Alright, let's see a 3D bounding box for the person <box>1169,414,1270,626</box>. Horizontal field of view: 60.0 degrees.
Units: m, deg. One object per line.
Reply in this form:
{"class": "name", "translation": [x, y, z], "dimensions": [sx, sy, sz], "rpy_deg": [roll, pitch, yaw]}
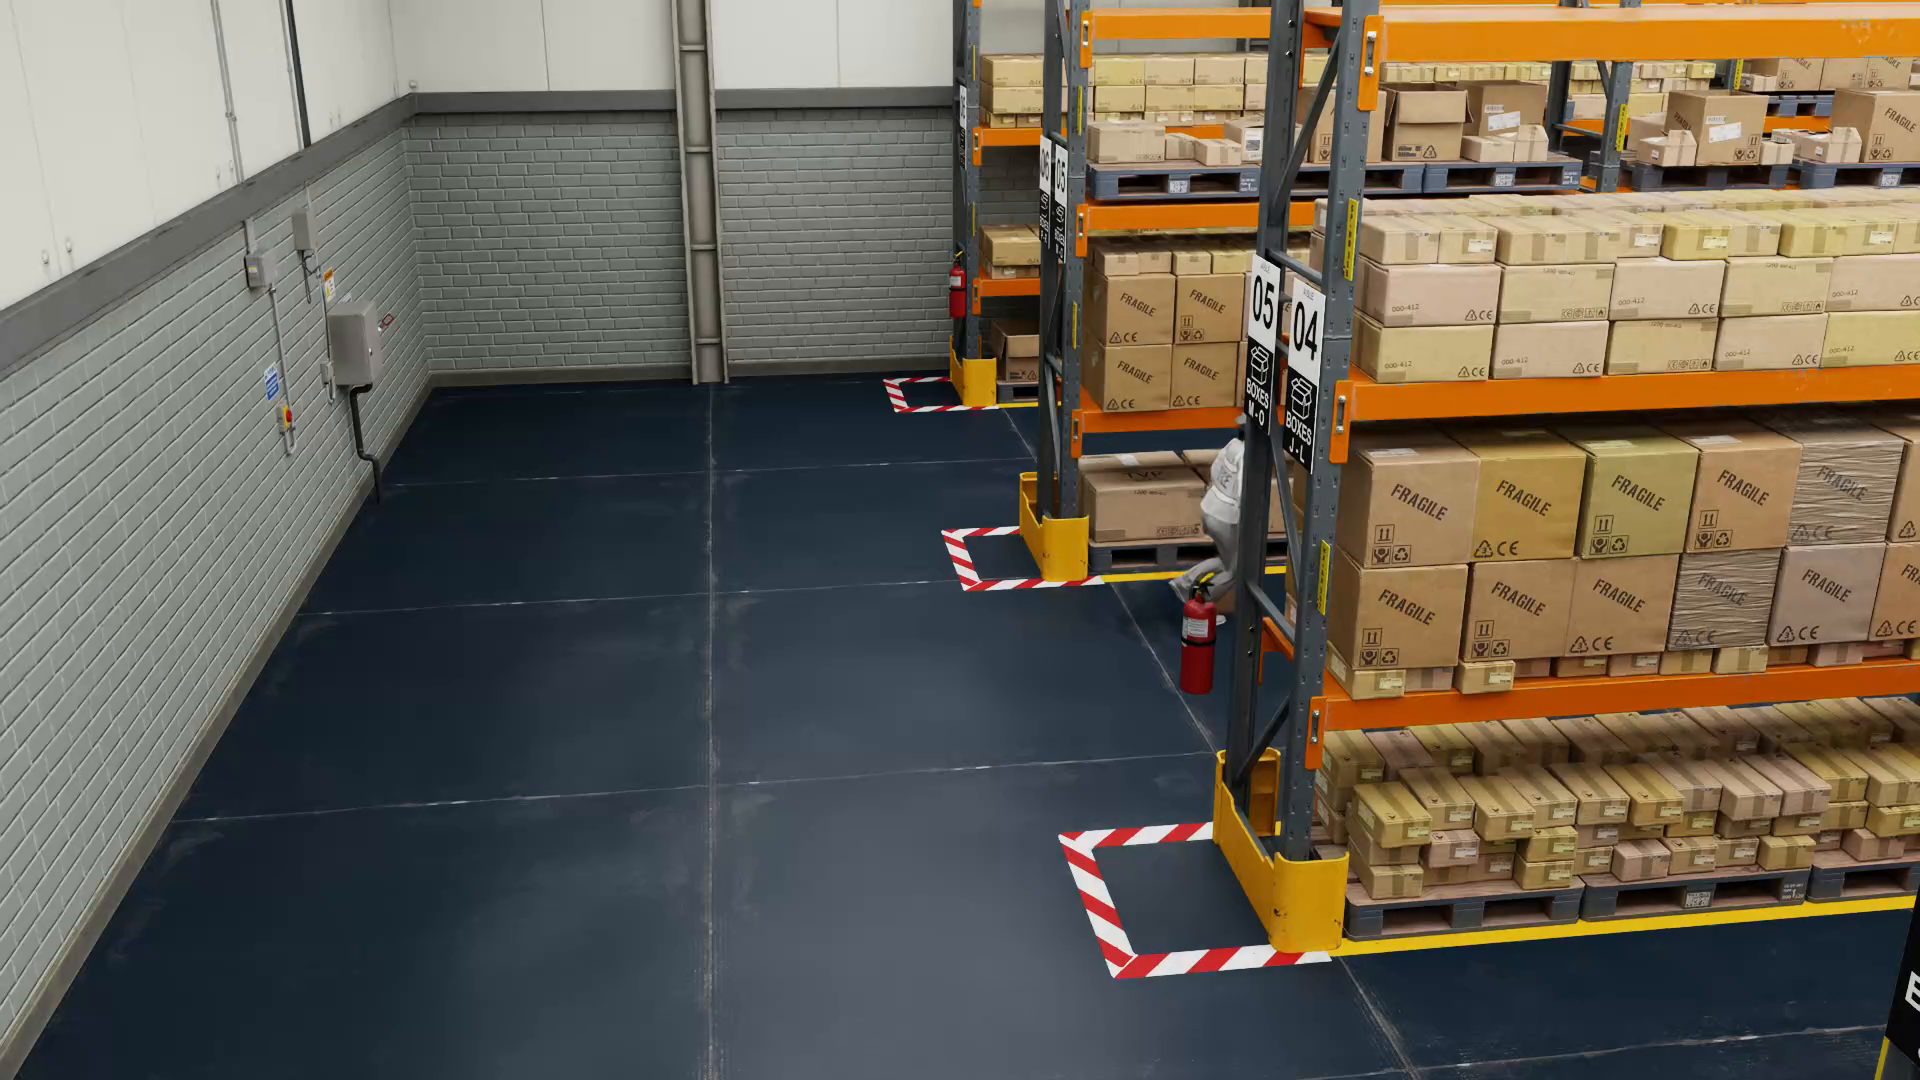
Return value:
{"class": "person", "translation": [1.828, -0.144, 11.593], "dimensions": [0.667, 1.589, 0.640], "rpy_deg": [-2, 20, -5]}
